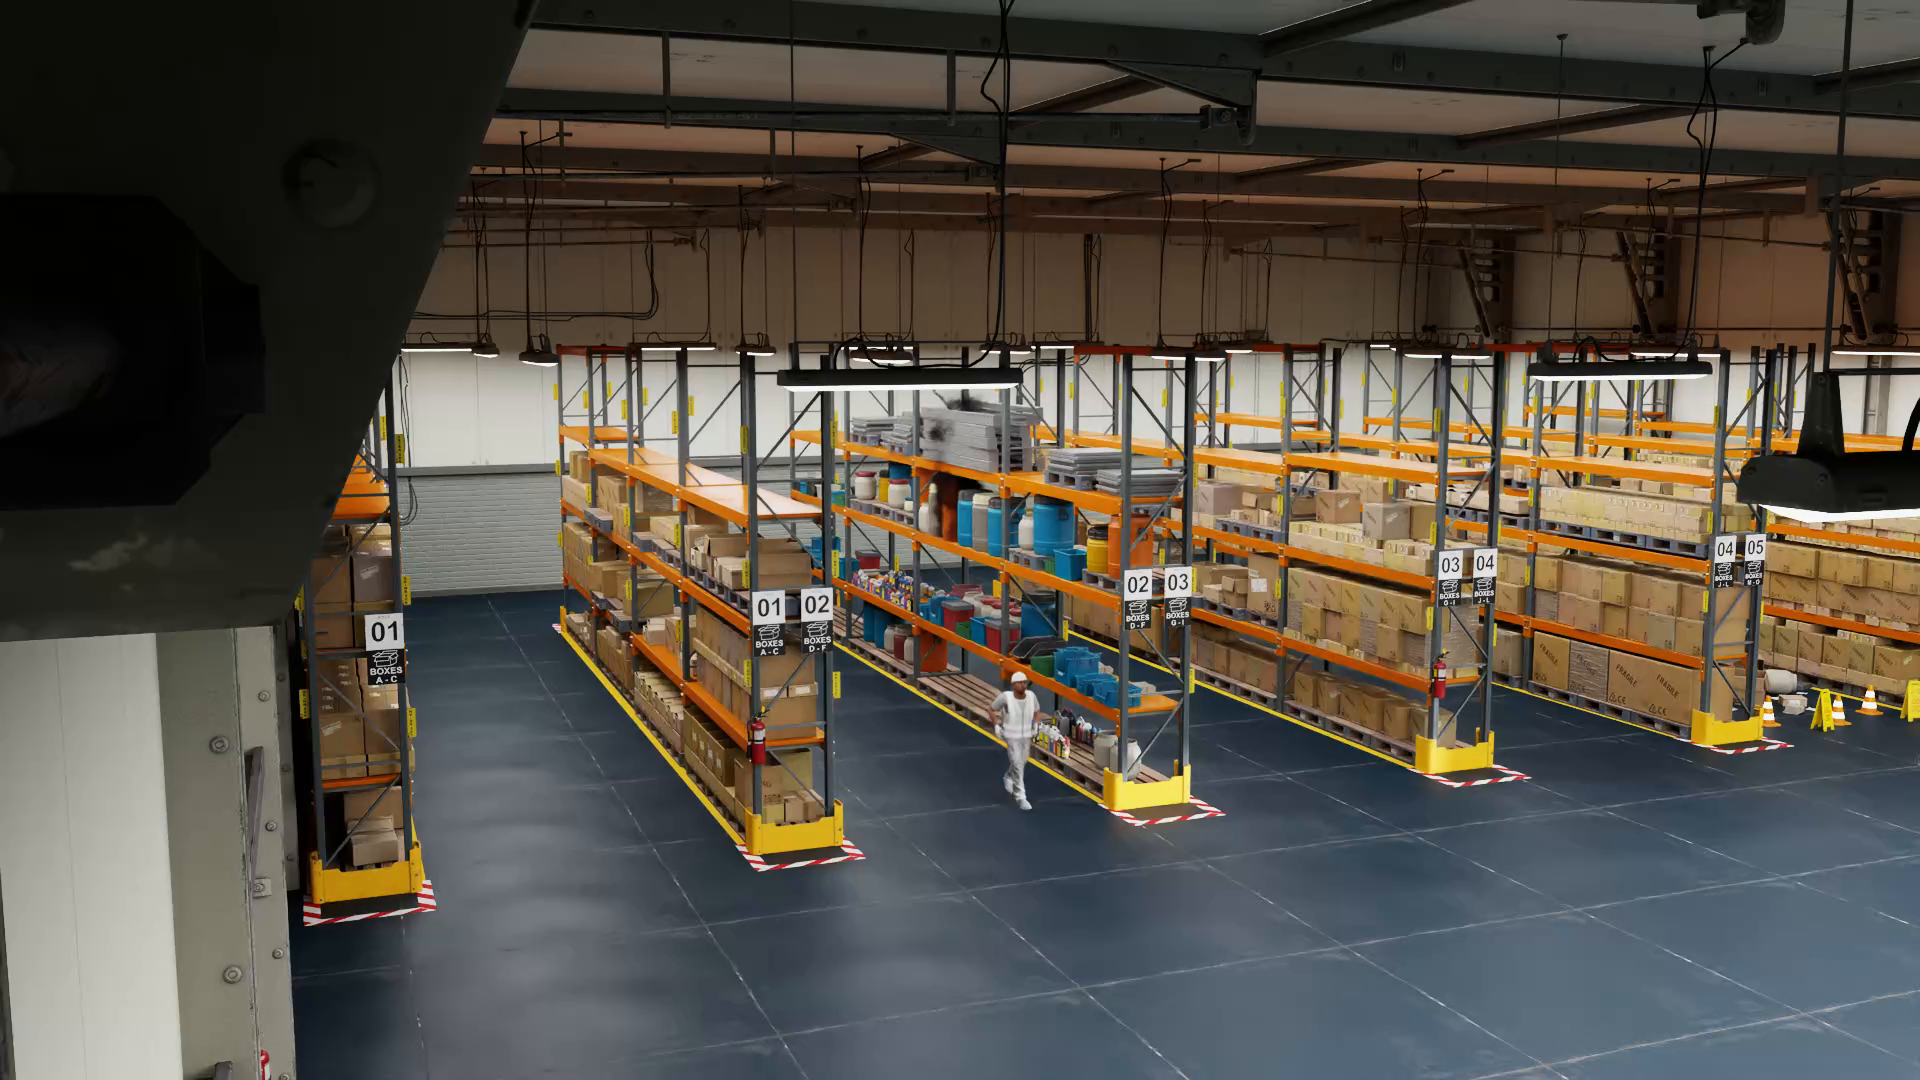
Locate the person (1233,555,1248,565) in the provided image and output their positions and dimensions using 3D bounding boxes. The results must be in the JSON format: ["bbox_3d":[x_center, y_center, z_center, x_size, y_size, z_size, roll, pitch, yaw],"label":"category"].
[{"bbox_3d":[7.230,0.082,42.308,0.942,1.803,0.714,-2,8,-15],"label":"person"}]

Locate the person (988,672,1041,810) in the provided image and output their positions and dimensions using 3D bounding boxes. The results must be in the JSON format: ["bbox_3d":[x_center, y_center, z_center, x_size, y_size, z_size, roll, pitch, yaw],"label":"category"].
[{"bbox_3d":[0.751,2.632,22.221,0.686,1.790,0.915,-3,8,-25],"label":"person"}]
